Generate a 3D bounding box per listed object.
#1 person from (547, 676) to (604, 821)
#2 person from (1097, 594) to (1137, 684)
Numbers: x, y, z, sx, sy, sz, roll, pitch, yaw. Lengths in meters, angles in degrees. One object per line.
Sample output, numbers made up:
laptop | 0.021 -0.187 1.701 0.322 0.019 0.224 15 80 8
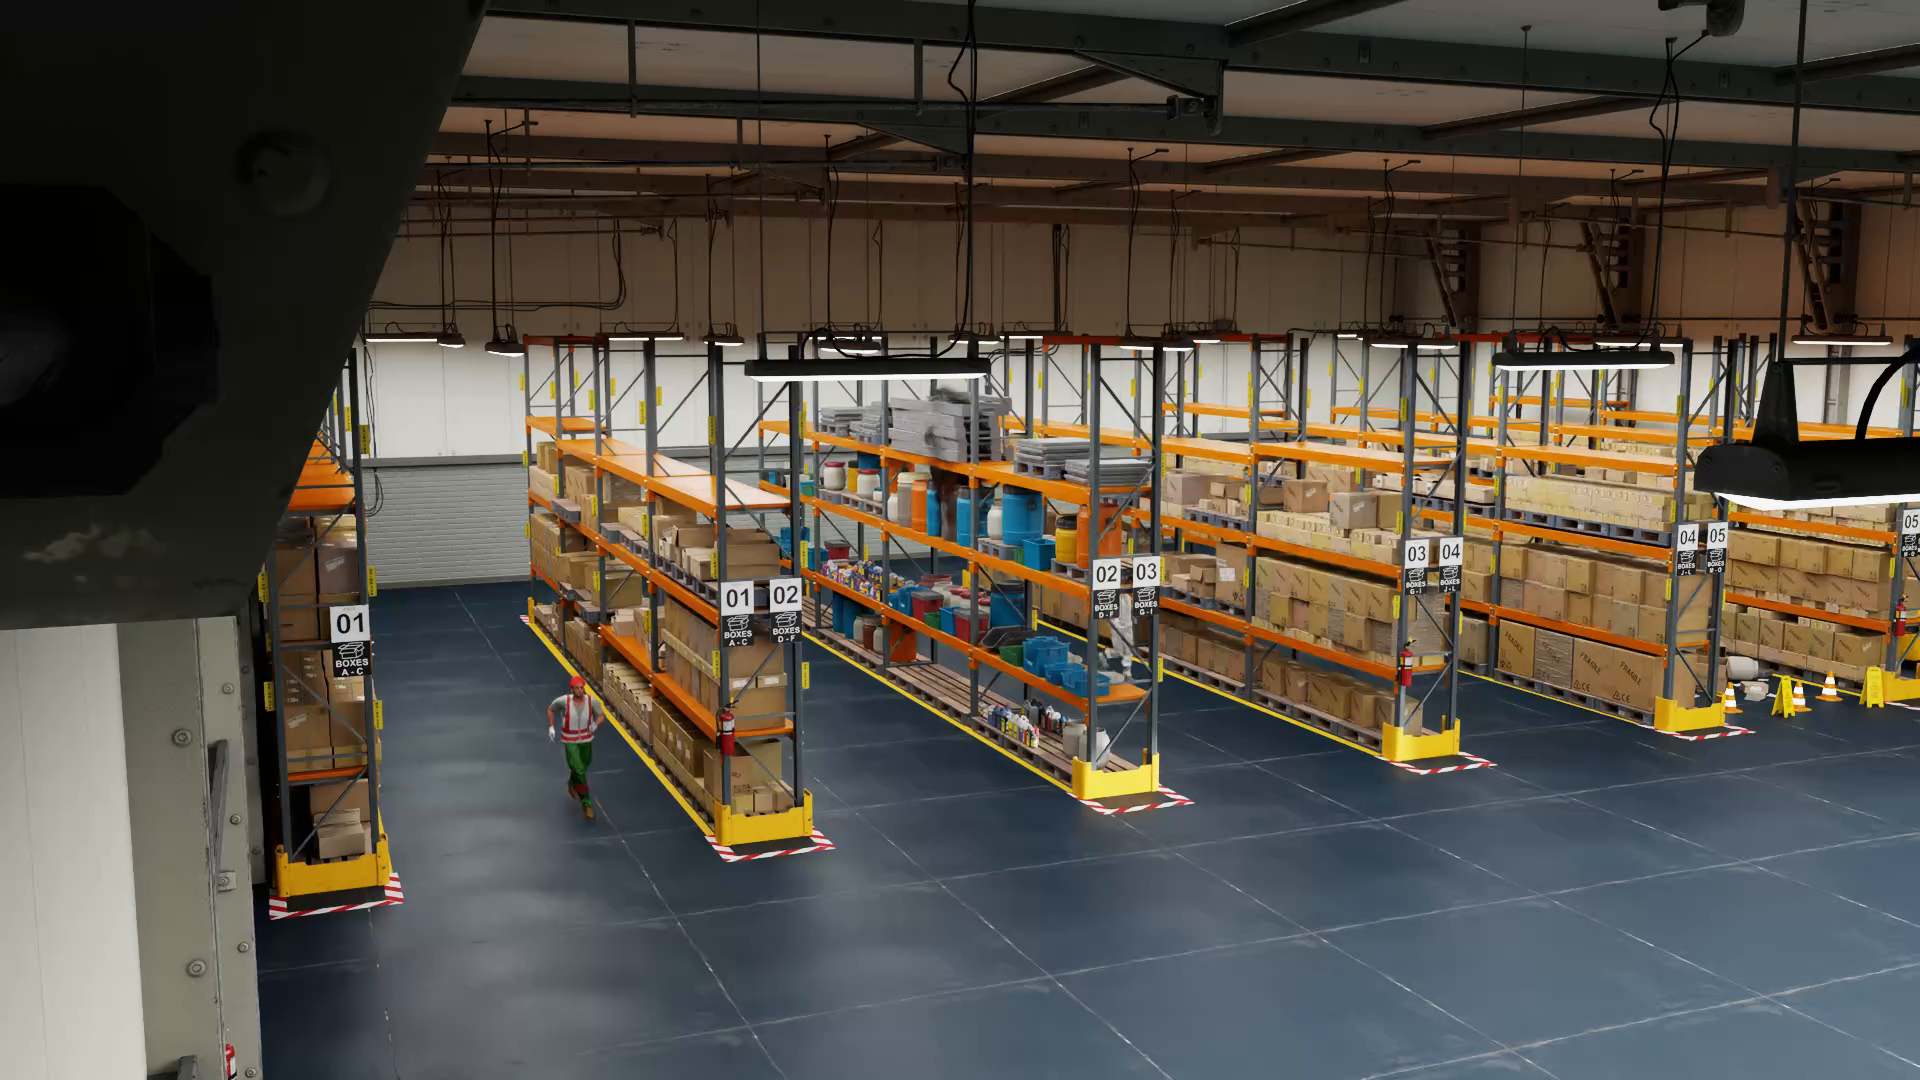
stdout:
person | -4.921 2.607 21.404 0.688 1.795 1.043 -4 9 -27
person | 2.672 1.473 27.828 0.658 1.786 0.863 -6 10 -37
